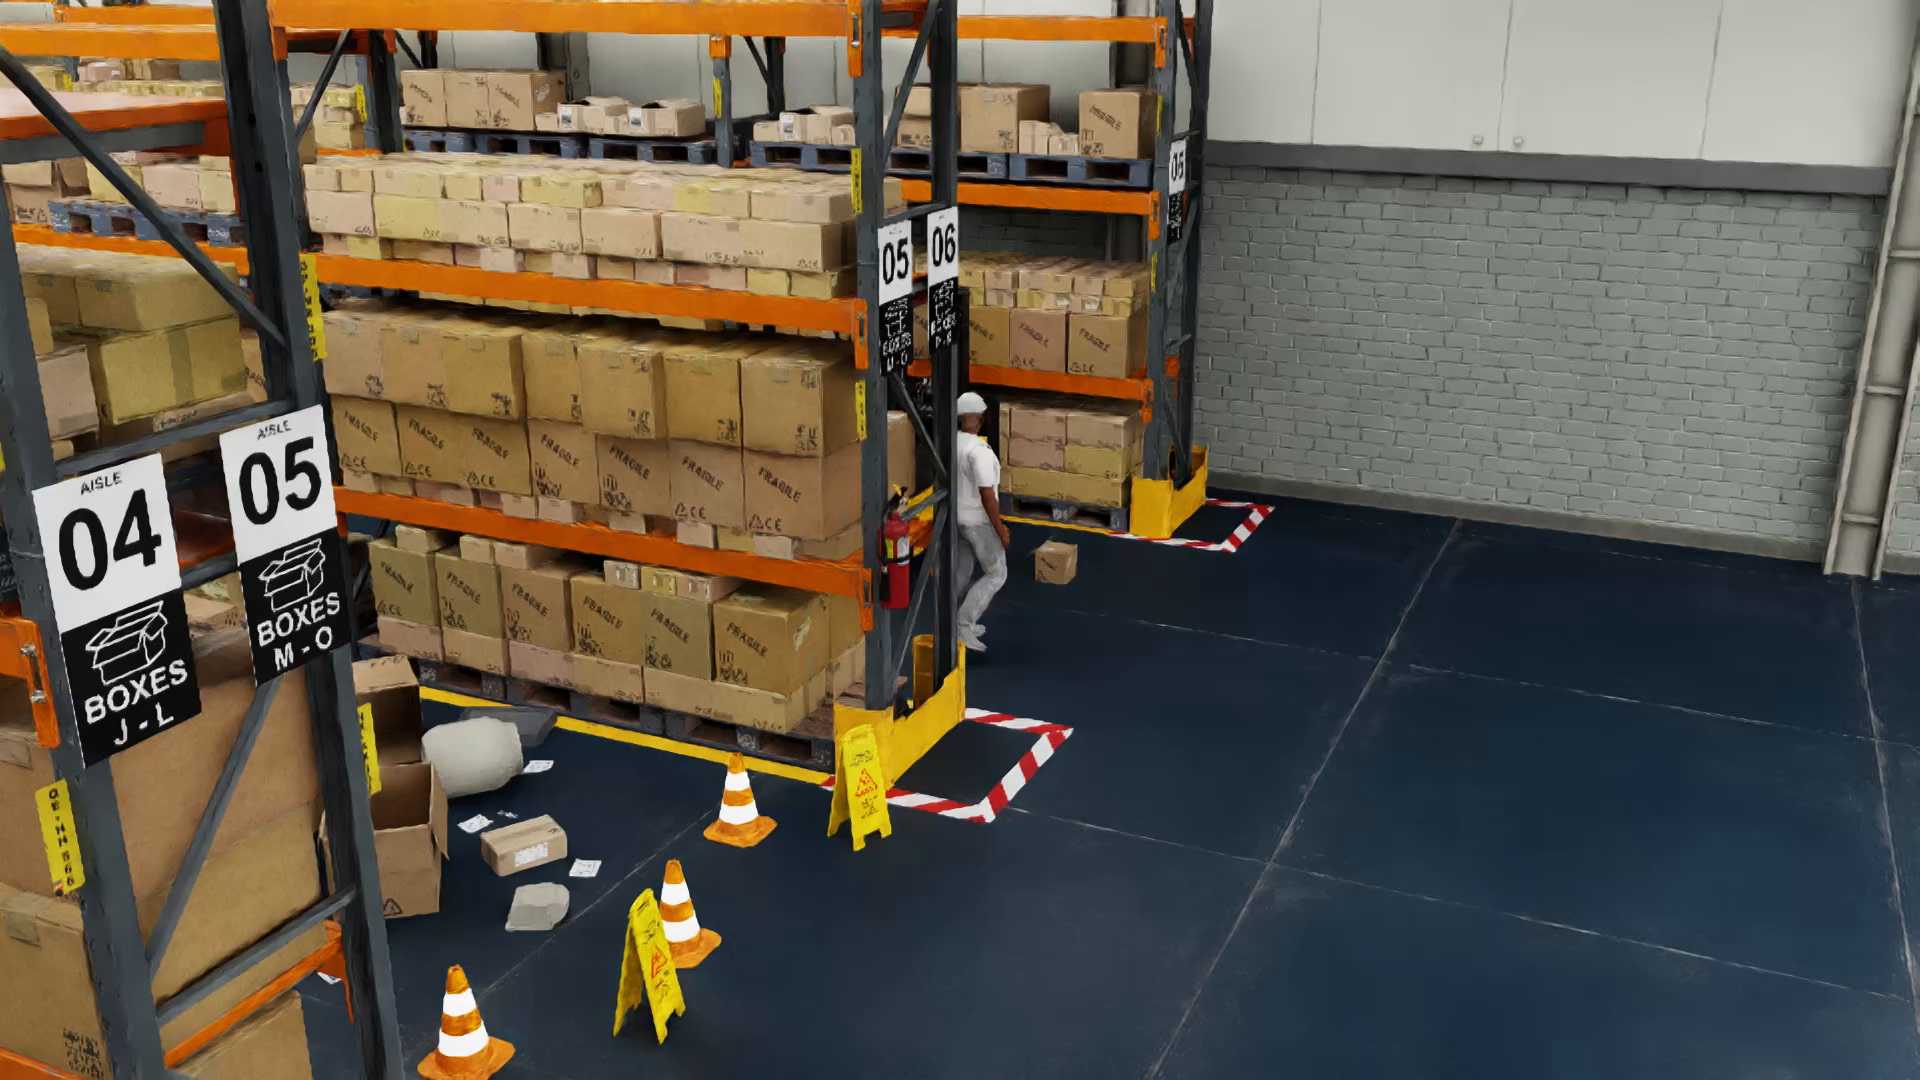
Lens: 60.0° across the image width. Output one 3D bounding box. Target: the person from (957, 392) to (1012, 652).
[{"bbox_3d":[0.060,-0.126,11.337,0.451,1.762,0.730,-11,22,-28],"label":"person"}]
